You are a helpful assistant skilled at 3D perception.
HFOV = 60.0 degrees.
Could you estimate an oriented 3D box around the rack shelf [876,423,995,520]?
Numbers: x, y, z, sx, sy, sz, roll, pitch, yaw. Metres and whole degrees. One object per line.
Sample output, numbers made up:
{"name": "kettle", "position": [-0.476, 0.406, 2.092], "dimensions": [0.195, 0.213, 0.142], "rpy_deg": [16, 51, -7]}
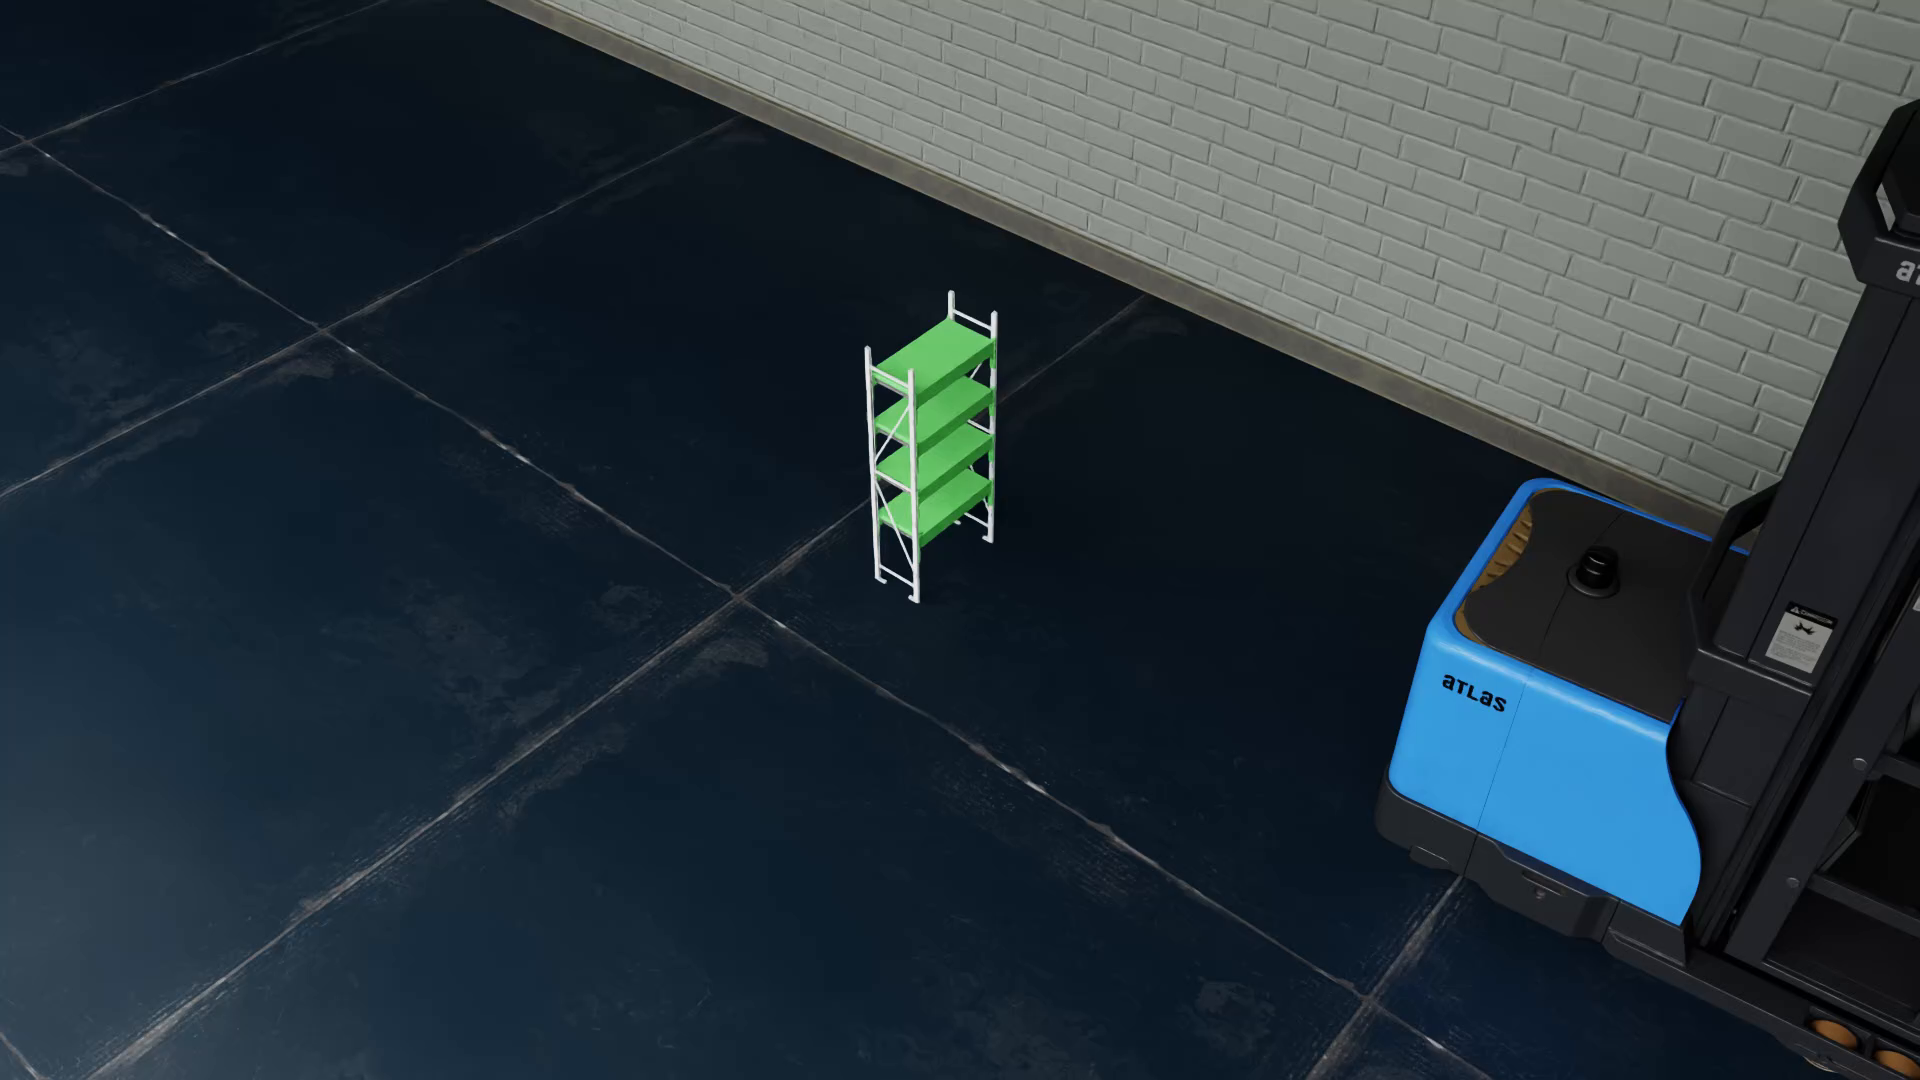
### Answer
{"name": "rack shelf", "position": [-0.107, -0.311, 6.796], "dimensions": [0.258, 0.148, 0.480], "rpy_deg": [29, 50, 28]}

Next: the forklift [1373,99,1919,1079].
{"name": "forklift", "position": [3.002, 0.289, 4.753], "dimensions": [3.031, 2.935, 1.130], "rpy_deg": [25, 48, 25]}

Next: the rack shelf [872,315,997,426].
{"name": "rack shelf", "position": [-0.107, -0.667, 6.473], "dimensions": [0.258, 0.148, 0.480], "rpy_deg": [29, 50, 28]}

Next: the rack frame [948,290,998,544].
{"name": "rack frame", "position": [0.050, -0.484, 6.891], "dimensions": [0.240, 1.200, 0.015], "rpy_deg": [29, 50, 28]}

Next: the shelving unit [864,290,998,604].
{"name": "shelving unit", "position": [-0.107, -0.359, 6.753], "dimensions": [0.258, 1.200, 0.503], "rpy_deg": [29, 50, 28]}

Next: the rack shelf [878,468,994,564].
{"name": "rack shelf", "position": [-0.107, -0.134, 6.957], "dimensions": [0.258, 0.148, 0.480], "rpy_deg": [29, 50, 28]}

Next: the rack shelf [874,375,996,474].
{"name": "rack shelf", "position": [-0.107, -0.489, 6.634], "dimensions": [0.258, 0.148, 0.480], "rpy_deg": [29, 50, 28]}

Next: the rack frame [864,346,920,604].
{"name": "rack frame", "position": [-0.264, -0.233, 6.614], "dimensions": [0.240, 1.200, 0.015], "rpy_deg": [29, 50, 28]}
